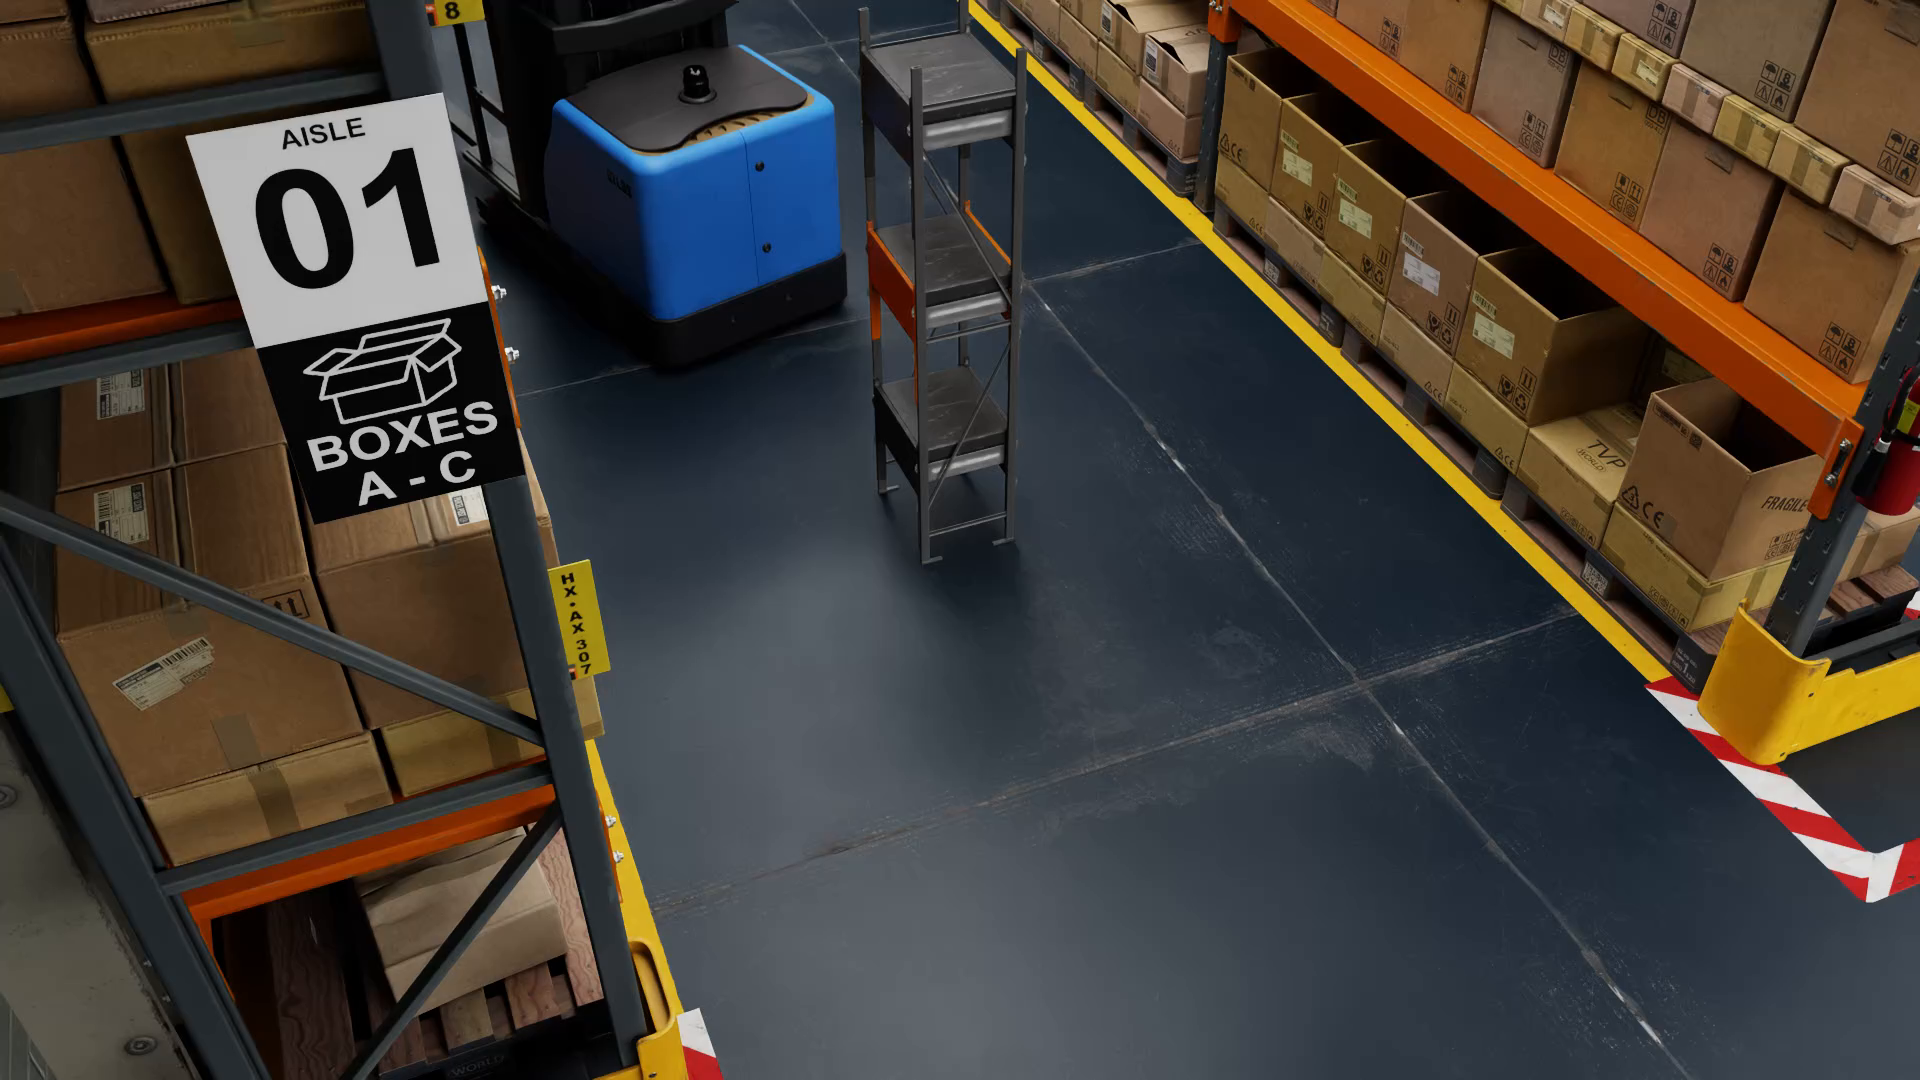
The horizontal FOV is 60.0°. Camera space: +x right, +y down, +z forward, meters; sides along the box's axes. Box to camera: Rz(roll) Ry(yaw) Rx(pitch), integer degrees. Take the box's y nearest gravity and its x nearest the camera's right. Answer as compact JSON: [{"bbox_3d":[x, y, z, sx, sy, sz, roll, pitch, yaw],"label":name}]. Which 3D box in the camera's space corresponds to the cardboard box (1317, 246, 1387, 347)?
[{"bbox_3d":[1.991,-1.164,7.589,0.500,0.250,0.500,-15,43,-17],"label":"cardboard box"}]

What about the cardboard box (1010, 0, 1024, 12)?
[{"bbox_3d":[0.517,-3.530,10.341,0.500,0.250,0.500,-16,43,-18],"label":"cardboard box"}]

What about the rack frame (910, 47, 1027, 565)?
[{"bbox_3d":[0.030,-0.749,6.010,0.400,2.100,0.015,-15,43,-17],"label":"rack frame"}]

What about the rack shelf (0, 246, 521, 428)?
[{"bbox_3d":[-2.090,-1.429,4.362,1.077,0.370,4.000,-15,43,-17],"label":"rack shelf"}]

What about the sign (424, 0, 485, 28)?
[{"bbox_3d":[-0.823,-0.963,2.599,0.100,0.325,0.005,-15,43,-17],"label":"sign"}]

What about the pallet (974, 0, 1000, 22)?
[{"bbox_3d":[0.469,-3.854,11.069,1.003,0.211,1.213,-15,43,-17],"label":"pallet"}]

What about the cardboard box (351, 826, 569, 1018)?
[{"bbox_3d":[-1.506,1.054,4.948,0.500,0.311,0.500,-20,45,-22],"label":"cardboard box"}]

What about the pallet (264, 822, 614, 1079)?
[{"bbox_3d":[-1.632,1.154,5.246,1.003,0.211,1.213,-15,43,-17],"label":"pallet"}]

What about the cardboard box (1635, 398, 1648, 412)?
[{"bbox_3d":[3.057,-0.393,6.693,0.500,0.250,0.500,-15,43,-17],"label":"cardboard box"}]

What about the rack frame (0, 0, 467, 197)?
[{"bbox_3d":[-1.324,-1.634,1.748,1.000,3.000,0.127,-15,43,-17],"label":"rack frame"}]

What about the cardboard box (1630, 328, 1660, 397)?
[{"bbox_3d":[2.855,-0.976,6.796,0.500,0.500,0.500,-15,43,-17],"label":"cardboard box"}]

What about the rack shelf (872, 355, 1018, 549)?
[{"bbox_3d":[-0.063,-0.355,6.647,0.431,0.518,0.480,-15,43,-17],"label":"rack shelf"}]

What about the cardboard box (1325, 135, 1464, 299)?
[{"bbox_3d":[1.991,-1.448,7.345,0.500,0.500,0.500,-15,43,-17],"label":"cardboard box"}]

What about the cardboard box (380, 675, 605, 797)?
[{"bbox_3d":[-1.218,0.317,4.181,0.500,0.250,0.500,-16,43,-18],"label":"cardboard box"}]

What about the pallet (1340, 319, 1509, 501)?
[{"bbox_3d":[2.457,-0.724,7.430,1.003,0.211,1.213,-15,43,-17],"label":"pallet"}]

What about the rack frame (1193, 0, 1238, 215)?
[{"bbox_3d":[1.721,-3.007,7.946,1.000,3.000,0.127,-15,43,-17],"label":"rack frame"}]

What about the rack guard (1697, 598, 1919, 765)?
[{"bbox_3d":[3.260,0.365,5.942,1.175,0.500,0.348,-15,43,-17],"label":"rack guard"}]

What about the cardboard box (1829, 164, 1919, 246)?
[{"bbox_3d":[2.929,-1.064,5.112,0.380,0.149,0.250,-16,43,-18],"label":"cardboard box"}]

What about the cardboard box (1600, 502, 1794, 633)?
[{"bbox_3d":[2.773,0.037,6.194,0.500,0.250,0.500,-15,43,-17],"label":"cardboard box"}]

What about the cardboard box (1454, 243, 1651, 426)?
[{"bbox_3d":[2.375,-0.846,6.645,0.500,0.500,0.500,-15,43,-17],"label":"cardboard box"}]

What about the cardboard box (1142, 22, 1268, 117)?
[{"bbox_3d":[1.301,-2.509,8.723,0.500,0.311,0.500,-15,43,-17],"label":"cardboard box"}]

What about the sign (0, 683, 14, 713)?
[{"bbox_3d":[-1.845,0.208,3.077,0.100,0.325,0.005,-15,43,-17],"label":"sign"}]

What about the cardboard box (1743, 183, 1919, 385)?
[{"bbox_3d":[3.084,-0.920,5.442,0.700,0.500,0.500,-15,43,-17],"label":"cardboard box"}]

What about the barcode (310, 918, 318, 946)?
[{"bbox_3d":[-1.882,1.140,4.842,0.001,0.075,0.075,-15,43,-17],"label":"barcode"}]

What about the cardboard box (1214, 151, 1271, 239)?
[{"bbox_3d":[1.618,-1.769,8.293,0.500,0.250,0.500,-15,43,-17],"label":"cardboard box"}]

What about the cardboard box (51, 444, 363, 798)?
[{"bbox_3d":[-1.701,0.175,3.771,0.500,0.500,0.500,-16,43,-17],"label":"cardboard box"}]

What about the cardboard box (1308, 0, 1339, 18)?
[{"bbox_3d":[1.896,-2.779,7.604,0.700,0.500,0.500,-16,43,-18],"label":"cardboard box"}]

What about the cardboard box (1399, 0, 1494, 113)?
[{"bbox_3d":[2.292,-2.160,6.884,0.700,0.500,0.500,-14,43,-16],"label":"cardboard box"}]

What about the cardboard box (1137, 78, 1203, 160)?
[{"bbox_3d":[1.294,-2.301,8.912,0.500,0.250,0.500,-16,43,-17],"label":"cardboard box"}]

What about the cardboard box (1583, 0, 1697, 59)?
[{"bbox_3d":[2.664,-2.062,5.776,0.700,0.500,0.500,-15,43,-17],"label":"cardboard box"}]

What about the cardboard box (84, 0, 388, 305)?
[{"bbox_3d":[-1.221,-0.806,2.994,0.500,0.500,0.500,-14,43,-16],"label":"cardboard box"}]

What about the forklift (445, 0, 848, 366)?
[{"bbox_3d":[-1.841,-2.809,7.768,1.130,2.935,3.031,-27,47,-28],"label":"forklift"}]

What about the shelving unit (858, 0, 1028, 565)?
[{"bbox_3d":[-0.063,-0.896,6.181,0.431,2.100,0.503,-15,43,-17],"label":"shelving unit"}]

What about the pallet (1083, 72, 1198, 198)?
[{"bbox_3d":[1.403,-2.384,9.360,1.003,0.211,1.213,-15,43,-17],"label":"pallet"}]

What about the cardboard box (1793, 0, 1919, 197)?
[{"bbox_3d":[3.064,-1.443,5.056,0.700,0.500,0.500,-15,43,-17],"label":"cardboard box"}]

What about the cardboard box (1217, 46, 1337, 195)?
[{"bbox_3d":[1.609,-2.050,8.046,0.500,0.500,0.500,-15,43,-17],"label":"cardboard box"}]

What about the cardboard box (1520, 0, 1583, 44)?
[{"bbox_3d":[2.333,-1.998,6.198,0.380,0.149,0.250,-16,43,-17],"label":"cardboard box"}]

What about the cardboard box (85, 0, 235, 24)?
[{"bbox_3d":[-1.247,-1.214,2.701,0.500,0.500,0.500,-18,44,-20],"label":"cardboard box"}]

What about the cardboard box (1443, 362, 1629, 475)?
[{"bbox_3d":[2.377,-0.562,6.890,0.500,0.250,0.500,-15,43,-17],"label":"cardboard box"}]

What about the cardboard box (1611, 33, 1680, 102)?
[{"bbox_3d":[2.534,-1.685,5.835,0.380,0.149,0.250,-14,43,-16],"label":"cardboard box"}]

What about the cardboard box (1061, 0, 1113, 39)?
[{"bbox_3d":[0.907,-3.122,9.436,0.500,0.311,0.500,-15,43,-17],"label":"cardboard box"}]

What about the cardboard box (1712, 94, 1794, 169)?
[{"bbox_3d":[2.729,-1.375,5.474,0.380,0.149,0.250,-16,43,-17],"label":"cardboard box"}]

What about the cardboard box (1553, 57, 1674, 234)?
[{"bbox_3d":[2.694,-1.535,6.158,0.700,0.500,0.500,-15,43,-17],"label":"cardboard box"}]

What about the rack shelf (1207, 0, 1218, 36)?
[{"bbox_3d":[0.955,-3.939,9.582,1.077,0.370,4.000,-15,43,-17],"label":"rack shelf"}]

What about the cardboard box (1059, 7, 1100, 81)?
[{"bbox_3d":[0.906,-2.914,9.625,0.500,0.250,0.500,-14,43,-16],"label":"cardboard box"}]
